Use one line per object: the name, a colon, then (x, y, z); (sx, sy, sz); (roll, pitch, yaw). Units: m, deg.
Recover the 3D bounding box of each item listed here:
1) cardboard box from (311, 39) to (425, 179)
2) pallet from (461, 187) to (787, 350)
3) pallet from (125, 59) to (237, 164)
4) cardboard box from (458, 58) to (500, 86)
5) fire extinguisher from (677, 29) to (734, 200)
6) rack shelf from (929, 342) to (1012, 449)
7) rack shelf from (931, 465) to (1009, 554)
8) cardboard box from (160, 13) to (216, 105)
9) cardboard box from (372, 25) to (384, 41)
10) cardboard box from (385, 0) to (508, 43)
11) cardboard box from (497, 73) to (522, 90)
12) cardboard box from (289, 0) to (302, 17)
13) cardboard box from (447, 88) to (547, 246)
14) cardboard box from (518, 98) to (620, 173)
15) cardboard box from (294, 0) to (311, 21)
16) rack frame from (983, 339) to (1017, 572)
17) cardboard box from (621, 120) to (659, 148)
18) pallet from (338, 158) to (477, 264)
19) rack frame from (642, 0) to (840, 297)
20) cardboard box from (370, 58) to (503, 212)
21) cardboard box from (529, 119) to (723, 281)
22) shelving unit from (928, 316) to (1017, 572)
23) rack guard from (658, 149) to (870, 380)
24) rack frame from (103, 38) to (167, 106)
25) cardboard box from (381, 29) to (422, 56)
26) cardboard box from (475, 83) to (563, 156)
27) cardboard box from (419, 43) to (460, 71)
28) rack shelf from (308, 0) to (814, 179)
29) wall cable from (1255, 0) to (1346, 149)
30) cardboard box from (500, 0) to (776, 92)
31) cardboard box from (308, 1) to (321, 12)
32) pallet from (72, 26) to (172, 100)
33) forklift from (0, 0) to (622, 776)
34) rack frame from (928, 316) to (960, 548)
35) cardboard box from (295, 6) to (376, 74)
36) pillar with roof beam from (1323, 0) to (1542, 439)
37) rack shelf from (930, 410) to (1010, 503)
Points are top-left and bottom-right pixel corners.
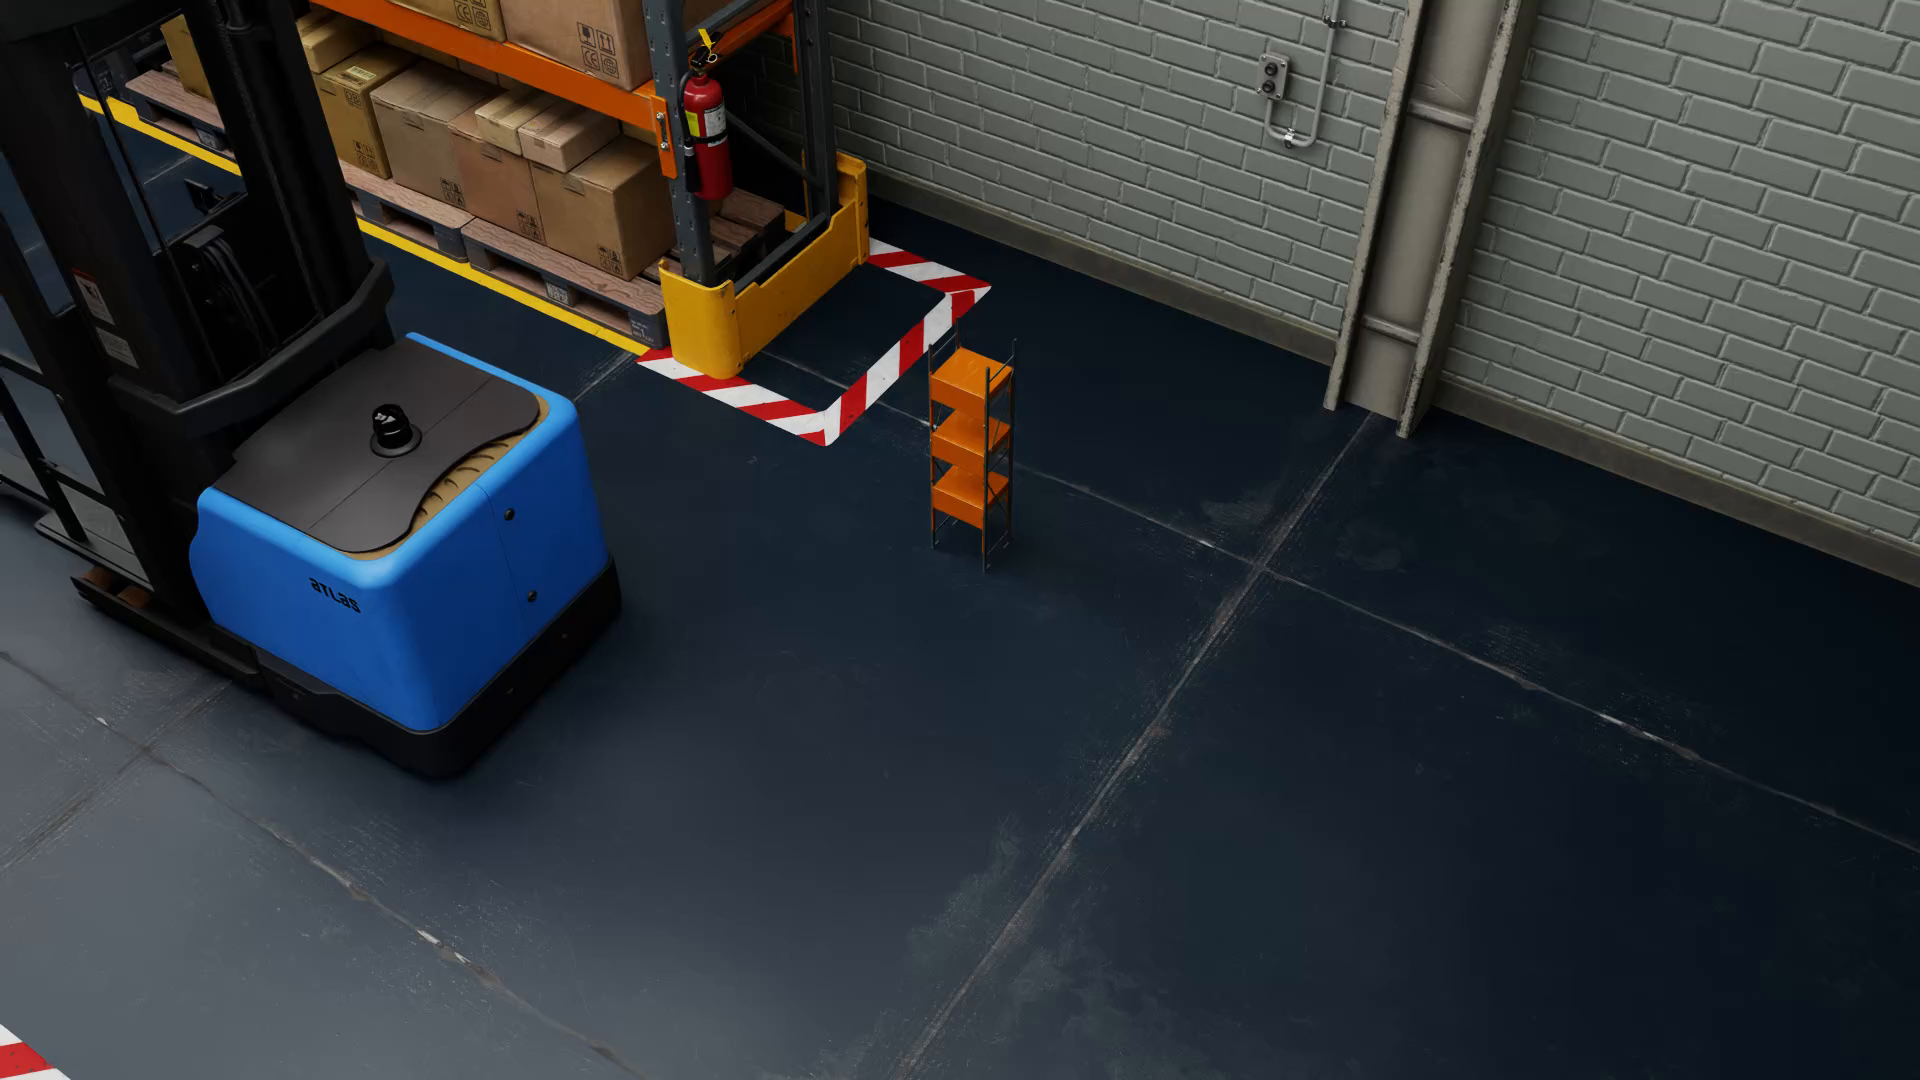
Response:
cardboard box: (-2.834, -2.249, 8.294); (0.500, 0.500, 0.700); (26, 51, 23)
pallet: (-1.608, -1.463, 8.025); (1.213, 0.211, 1.003); (25, 51, 22)
pallet: (-3.662, -2.408, 8.943); (1.213, 0.211, 1.003); (25, 51, 22)
cardboard box: (-2.175, -2.348, 7.938); (0.250, 0.149, 0.380); (25, 51, 23)
fire extinguisher: (-1.015, -1.679, 6.604); (0.183, 0.674, 0.296); (25, 51, 22)
rack shelf: (0.045, -0.536, 6.157); (0.240, 0.259, 0.215); (25, 51, 22)
rack shelf: (0.045, -0.144, 6.560); (0.240, 0.259, 0.215); (25, 51, 22)
cardboard box: (-3.686, -2.645, 8.679); (0.500, 0.500, 0.700); (25, 51, 23)
cardboard box: (-2.822, -2.645, 8.226); (0.250, 0.149, 0.380); (25, 51, 22)
cardboard box: (-1.946, -2.744, 7.115); (0.700, 0.700, 0.980); (24, 51, 22)
cardboard box: (-1.960, -2.250, 7.843); (0.250, 0.149, 0.380); (25, 51, 22)
cardboard box: (-3.496, -2.629, 8.211); (0.250, 0.149, 0.380); (26, 51, 23)
cardboard box: (-1.958, -1.852, 7.909); (0.500, 0.500, 0.700); (25, 51, 22)
cardboard box: (-1.743, -1.824, 7.429); (0.250, 0.149, 0.380); (24, 51, 22)
cardboard box: (-3.265, -2.449, 8.488); (0.500, 0.500, 0.700); (24, 51, 22)
rack frame: (0.148, -0.298, 6.307); (0.008, 1.050, 0.200); (25, 51, 22)
cardboard box: (-1.323, -1.957, 7.558); (0.250, 0.149, 0.380); (25, 51, 22)
pallet: (-2.631, -1.936, 8.484); (1.213, 0.211, 1.003); (25, 51, 22)
rack frame: (-0.893, -2.173, 6.770); (0.127, 3.000, 1.000); (25, 51, 22)
cardboard box: (-2.381, -2.047, 8.097); (0.500, 0.500, 0.700); (23, 50, 21)
cardboard box: (-1.536, -1.659, 7.720); (0.500, 0.500, 0.700); (25, 51, 22)
shelving unit: (0.045, -0.345, 6.353); (0.252, 1.050, 0.215); (25, 51, 22)
rack guard: (-0.873, -1.292, 7.657); (0.348, 0.500, 1.175); (25, 51, 22)
rack frame: (-4.260, -3.721, 8.275); (0.127, 3.000, 1.000); (25, 51, 22)
cardboard box: (-2.604, -2.545, 8.129); (0.250, 0.149, 0.380); (24, 50, 21)
cardboard box: (-1.958, -1.923, 7.525); (0.250, 0.149, 0.380); (26, 51, 23)
cardboard box: (-2.391, -2.447, 8.034); (0.250, 0.149, 0.380); (25, 51, 22)
rack shelf: (-2.577, -2.696, 7.780); (4.000, 0.370, 1.077); (25, 51, 22)
wall cable: (0.695, -2.602, 6.479); (1.851, 1.984, 0.084); (25, 51, 22)
cardboard box: (-1.328, -2.469, 6.848); (0.700, 0.700, 0.980); (27, 52, 24)
cardboard box: (-3.034, -2.743, 8.322); (0.250, 0.149, 0.380); (23, 50, 21)
pallet: (-4.950, -3.003, 9.521); (1.213, 0.211, 1.003); (25, 51, 22)
forklift: (-2.836, -0.989, 5.667); (3.031, 2.935, 1.130); (23, 50, 21)
rack frame: (-0.058, -0.392, 6.399); (0.008, 1.050, 0.200); (25, 51, 22)
cardboard box: (-3.057, -2.427, 8.014); (0.250, 0.149, 0.380); (23, 50, 21)
pillar with roof beam: (-0.478, -1.141, 1.584); (0.400, 9.000, 9.100); (25, 51, 22)
rack shelf: (0.045, -0.338, 6.361); (0.240, 0.259, 0.215); (25, 51, 22)
